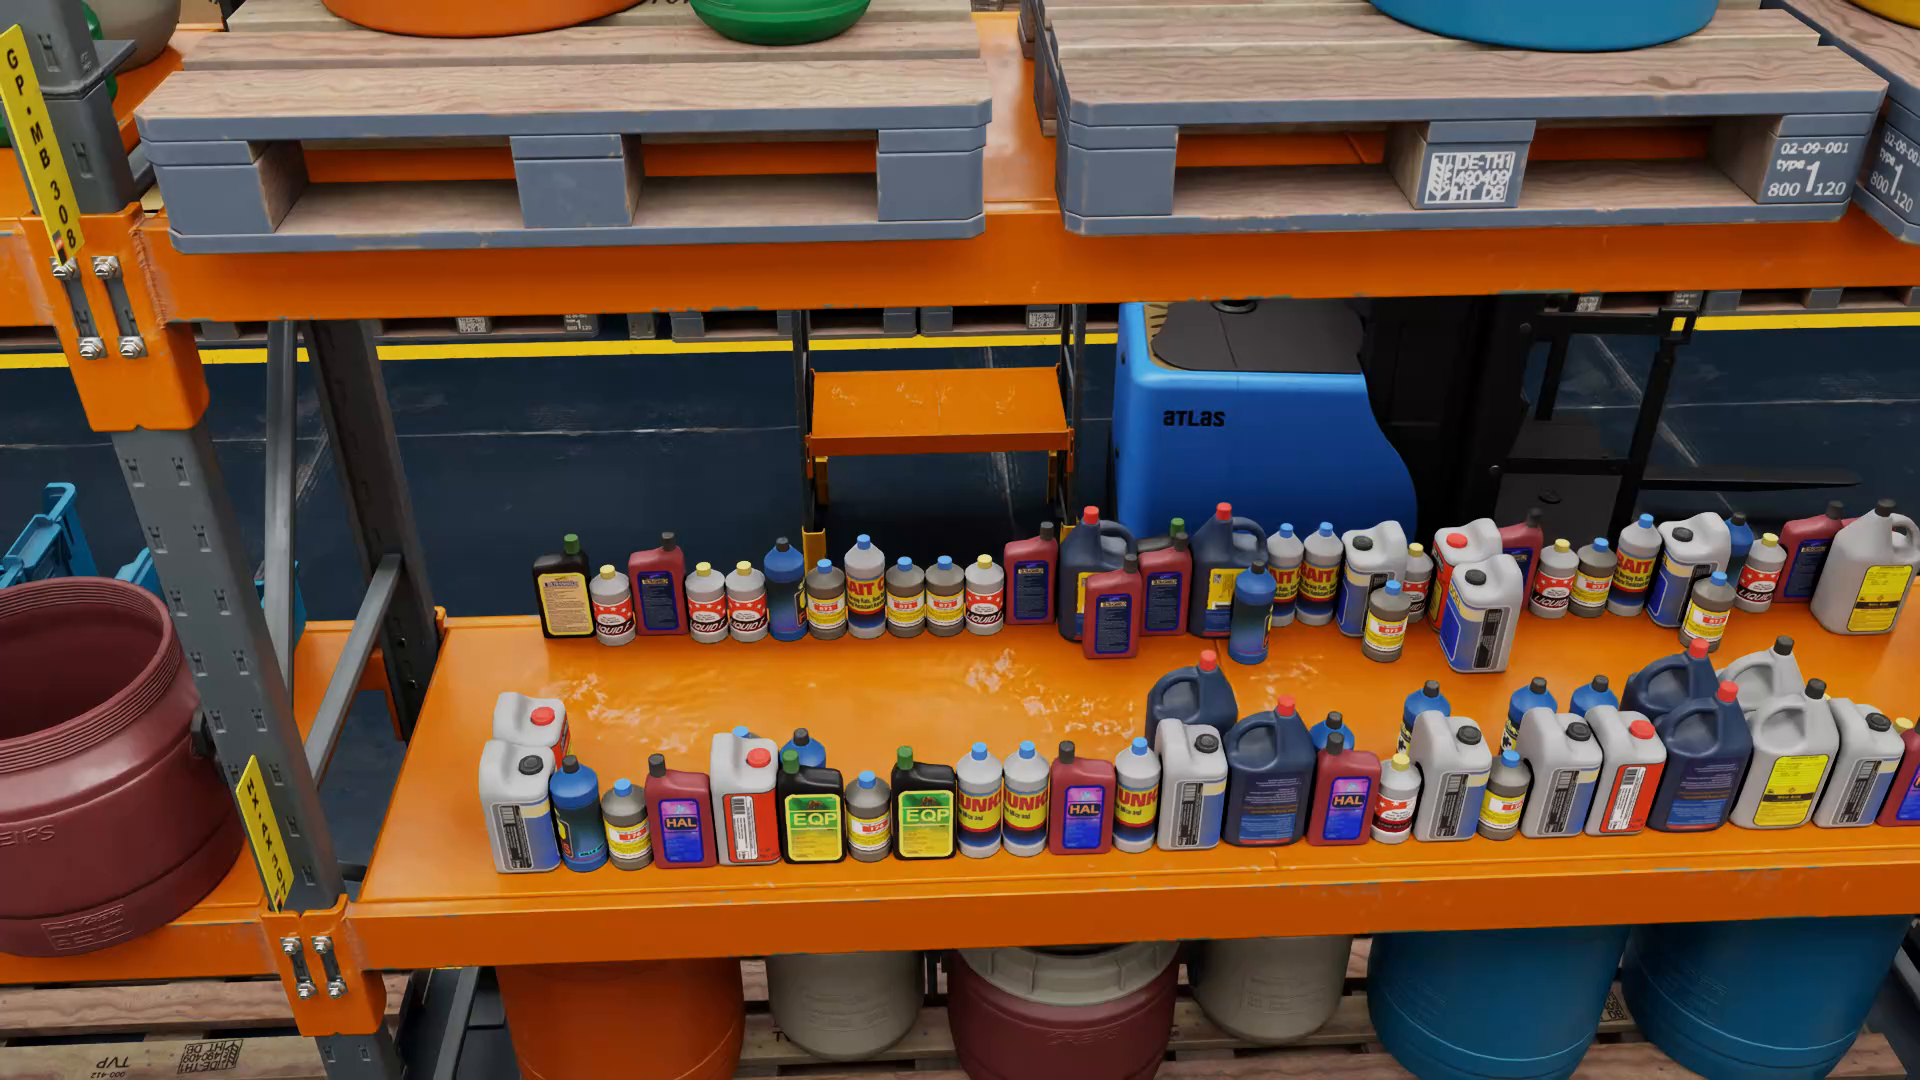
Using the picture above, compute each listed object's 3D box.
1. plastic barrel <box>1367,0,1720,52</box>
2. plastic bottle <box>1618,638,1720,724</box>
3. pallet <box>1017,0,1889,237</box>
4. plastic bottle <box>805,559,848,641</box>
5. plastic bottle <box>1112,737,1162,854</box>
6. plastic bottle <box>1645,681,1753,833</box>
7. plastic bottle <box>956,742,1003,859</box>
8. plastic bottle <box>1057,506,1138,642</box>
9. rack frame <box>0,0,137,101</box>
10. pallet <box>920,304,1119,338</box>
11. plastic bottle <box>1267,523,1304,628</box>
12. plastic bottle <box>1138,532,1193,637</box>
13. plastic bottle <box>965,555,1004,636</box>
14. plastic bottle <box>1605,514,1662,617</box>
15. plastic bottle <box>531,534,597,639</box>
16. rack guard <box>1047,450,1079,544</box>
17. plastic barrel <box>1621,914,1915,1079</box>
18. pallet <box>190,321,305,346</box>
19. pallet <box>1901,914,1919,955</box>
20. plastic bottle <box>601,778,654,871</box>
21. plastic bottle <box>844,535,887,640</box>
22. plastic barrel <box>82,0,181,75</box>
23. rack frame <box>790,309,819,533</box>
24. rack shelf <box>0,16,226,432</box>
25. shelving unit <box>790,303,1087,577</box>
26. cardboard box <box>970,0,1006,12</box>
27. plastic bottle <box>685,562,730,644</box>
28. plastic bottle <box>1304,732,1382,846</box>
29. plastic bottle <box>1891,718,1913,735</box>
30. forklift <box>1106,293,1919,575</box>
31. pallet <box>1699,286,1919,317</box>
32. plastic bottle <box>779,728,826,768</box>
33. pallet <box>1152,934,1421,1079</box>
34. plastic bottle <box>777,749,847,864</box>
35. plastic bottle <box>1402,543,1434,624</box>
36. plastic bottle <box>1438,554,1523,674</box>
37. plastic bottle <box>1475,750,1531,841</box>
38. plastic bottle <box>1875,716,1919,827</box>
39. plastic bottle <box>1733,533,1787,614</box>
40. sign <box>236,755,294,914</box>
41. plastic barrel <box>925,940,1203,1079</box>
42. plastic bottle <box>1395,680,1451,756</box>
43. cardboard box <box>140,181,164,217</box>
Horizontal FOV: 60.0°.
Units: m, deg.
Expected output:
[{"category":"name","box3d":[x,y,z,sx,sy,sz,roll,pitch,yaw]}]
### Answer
[{"category":"plastic barrel","box3d":[0.947,-1.270,2.504,0.708,0.901,0.600,-2,35,-2]},{"category":"plastic bottle","box3d":[1.550,0.363,3.633,0.185,0.351,0.144,-2,35,-2]},{"category":"pallet","box3d":[0.733,-0.838,2.855,1.213,0.211,1.003,-2,35,-2]},{"category":"plastic bottle","box3d":[-0.329,0.138,4.089,0.097,0.201,0.097,0,35,0]},{"category":"plastic bottle","box3d":[0.367,0.523,3.471,0.097,0.271,0.097,0,35,0]},{"category":"plastic bottle","box3d":[1.557,0.445,3.514,0.185,0.351,0.144,-2,35,-2]},{"category":"plastic bottle","box3d":[0.040,0.532,3.458,0.097,0.271,0.097,0,35,0]},{"category":"plastic bottle","box3d":[0.336,0.072,4.053,0.185,0.351,0.144,-2,35,-2]},{"category":"rack frame","box3d":[-1.351,-2.150,1.949,0.127,3.000,1.000,-2,35,-2]},{"category":"pallet","box3d":[0.382,-1.382,8.561,1.213,0.211,1.003,-2,35,-2]},{"category":"plastic bottle","box3d":[0.793,0.079,4.112,0.097,0.271,0.097,0,35,0]},{"category":"plastic bottle","box3d":[0.495,0.107,4.062,0.133,0.283,0.061,-2,35,-2]},{"category":"plastic bottle","box3d":[0.060,0.128,4.104,0.097,0.201,0.097,0,35,0]},{"category":"plastic bottle","box3d":[1.682,0.055,4.147,0.097,0.271,0.097,0,35,0]},{"category":"plastic bottle","box3d":[-0.967,0.112,4.055,0.133,0.283,0.061,-2,35,-2]},{"category":"rack guard","box3d":[0.421,-0.114,6.695,0.087,0.250,0.587,-2,35,-2]},{"category":"plastic barrel","box3d":[2.100,0.904,4.282,0.708,0.901,0.600,-2,35,-2]},{"category":"pallet","box3d":[-3.622,-1.321,8.473,1.213,0.211,1.003,-2,35,-2]},{"category":"pallet","box3d":[3.377,1.314,4.666,1.213,0.211,1.003,-2,35,-2]},{"category":"plastic bottle","box3d":[-0.689,0.581,3.450,0.097,0.201,0.097,0,35,0]},{"category":"plastic bottle","box3d":[-0.231,0.107,4.073,0.097,0.271,0.097,0,35,0]},{"category":"plastic barrel","box3d":[-1.676,-1.128,3.010,0.421,0.512,0.421,0,35,0]},{"category":"rack frame","box3d":[-0.593,-0.601,6.300,0.032,1.500,0.500,-2,35,-2]},{"category":"rack shelf","box3d":[-3.349,-0.567,2.929,4.000,0.370,1.077,-2,35,-2]},{"category":"shelving unit","box3d":[-0.076,-0.615,6.320,1.083,1.500,0.587,-2,35,-2]},{"category":"cardboard box","box3d":[-0.035,-2.710,7.573,0.500,0.500,0.700,5,35,7]},{"category":"plastic bottle","box3d":[-0.620,0.146,4.077,0.097,0.201,0.097,0,35,0]},{"category":"plastic bottle","box3d":[0.803,0.517,3.470,0.133,0.283,0.061,-2,35,-2]},{"category":"plastic bottle","box3d":[2.016,0.473,3.605,0.097,0.201,0.097,0,35,0]},{"category":"forklift","box3d":[2.112,-1.132,5.809,3.031,2.935,1.130,1,35,2]},{"category":"pallet","box3d":[4.321,-1.512,8.750,1.213,0.211,1.003,-2,35,-2]},{"category":"plastic bottle","box3d":[-0.327,0.507,3.494,0.097,0.271,0.097,0,35,0]},{"category":"pallet","box3d":[0.650,1.388,4.560,1.213,0.211,1.003,-2,35,-2]},{"category":"plastic bottle","box3d":[-0.305,0.547,3.426,0.133,0.283,0.061,-2,35,-2]},{"category":"plastic bottle","box3d":[1.122,0.099,4.145,0.097,0.201,0.097,0,35,0]},{"category":"plastic bottle","box3d":[1.246,0.168,3.981,0.135,0.276,0.152,-2,35,-2]},{"category":"plastic bottle","box3d":[1.149,0.531,3.521,0.097,0.201,0.097,0,35,0]},{"category":"plastic bottle","box3d":[2.037,0.484,3.518,0.133,0.283,0.061,-2,35,-2]},{"category":"plastic bottle","box3d":[2.010,0.075,4.180,0.097,0.201,0.097,0,35,0]},{"category":"sign","box3d":[-1.318,0.562,3.158,0.005,0.325,0.100,-2,35,-2]},{"category":"plastic barrel","box3d":[0.265,1.083,4.300,0.708,0.588,0.600,-2,35,-2]},{"category":"plastic bottle","box3d":[1.007,0.419,3.621,0.097,0.271,0.097,0,35,0]},{"category":"cardboard box","box3d":[-3.617,-1.575,7.945,0.500,0.311,0.500,-1,35,-1]}]
